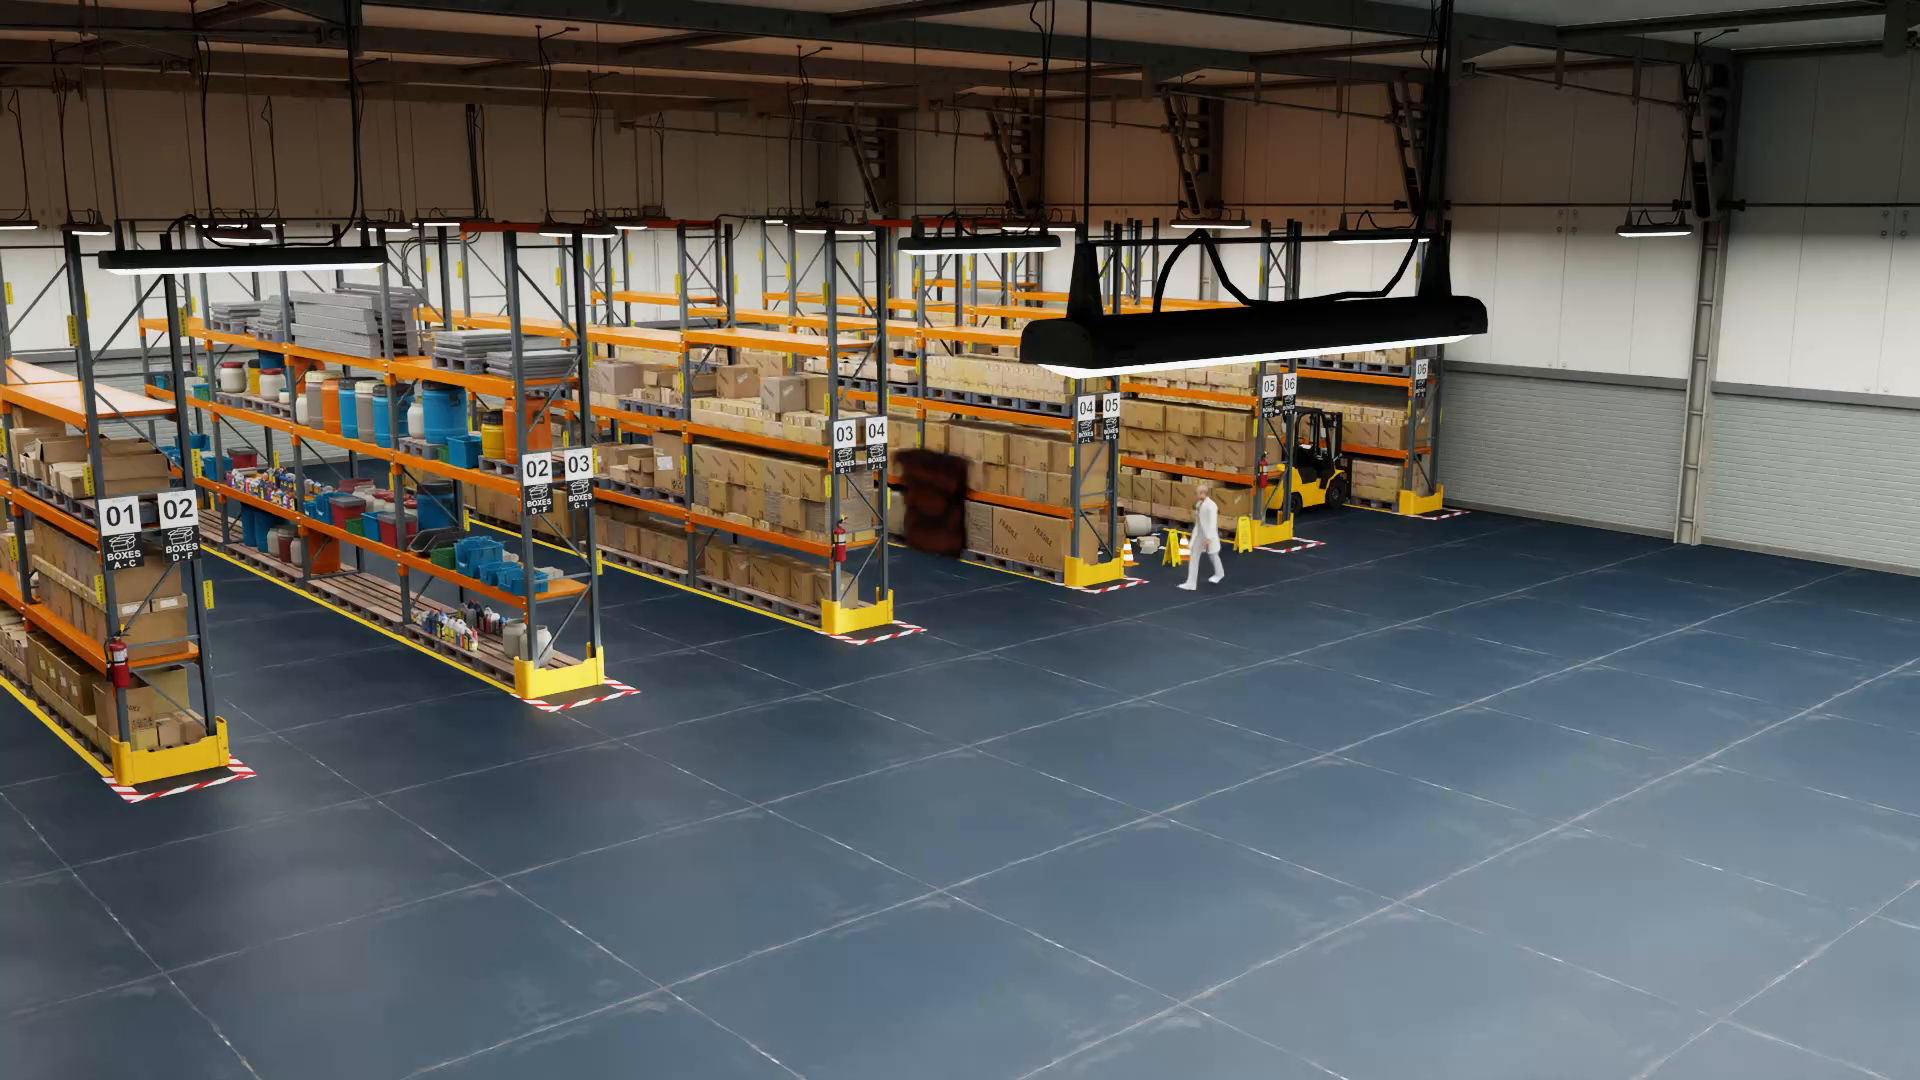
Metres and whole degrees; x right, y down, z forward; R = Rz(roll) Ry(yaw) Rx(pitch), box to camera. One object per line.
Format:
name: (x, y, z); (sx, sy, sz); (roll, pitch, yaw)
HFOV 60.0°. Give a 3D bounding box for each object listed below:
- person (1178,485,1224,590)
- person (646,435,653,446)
person: (4.081, -0.056, 27.746); (0.512, 1.737, 1.119); (6, 13, 28)
person: (-8.125, -3.284, 43.942); (0.504, 1.616, 0.742); (4, 12, 20)
